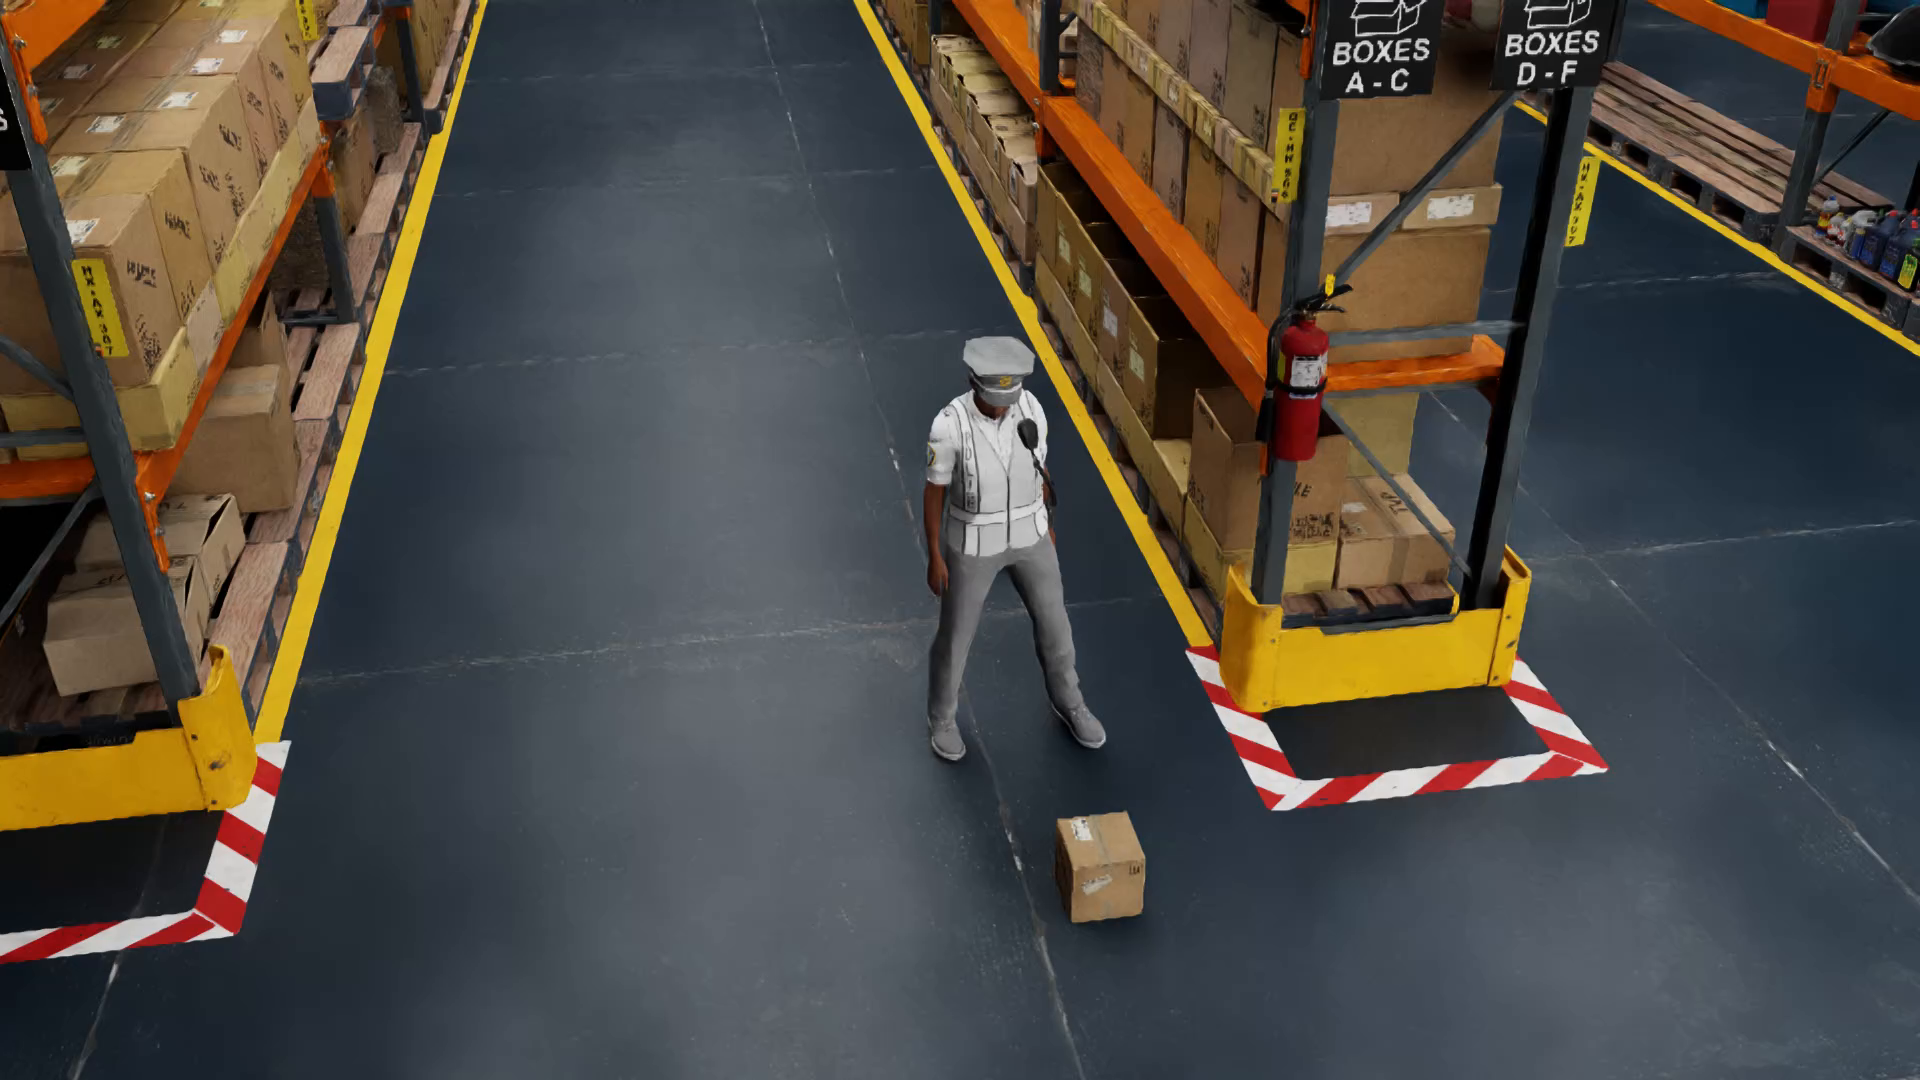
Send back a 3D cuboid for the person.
[{"bbox_3d":[0.202,0.038,6.038,0.649,1.656,0.442,-10,32,-17],"label":"person"}]
